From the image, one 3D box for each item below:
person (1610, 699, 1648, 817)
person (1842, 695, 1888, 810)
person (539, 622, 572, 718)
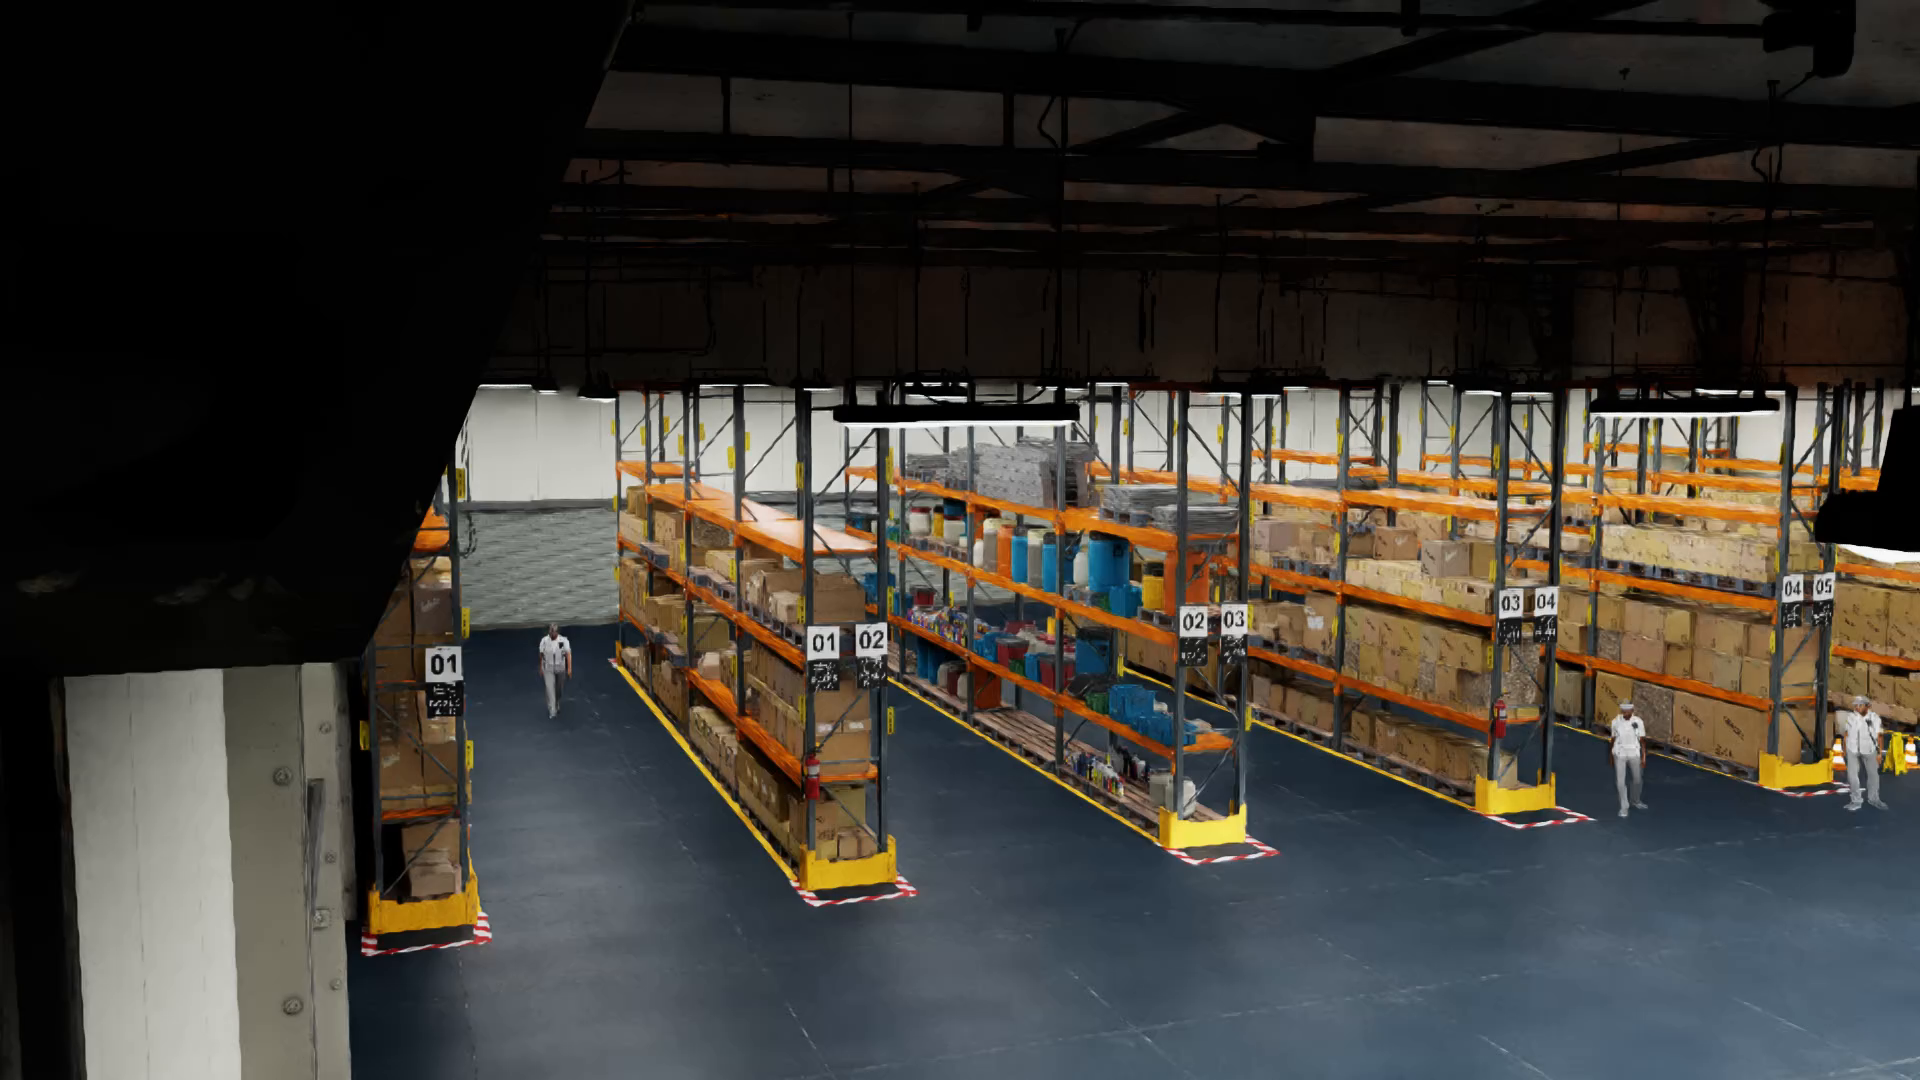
[{"bbox_3d":[9.454,3.035,23.457,0.544,1.652,0.608,2,6,18],"label":"person"},{"bbox_3d":[12.910,3.016,23.705,0.597,1.654,0.551,6,8,42],"label":"person"},{"bbox_3d":[-7.290,2.304,30.005,0.554,1.712,1.022,-2,6,-20],"label":"person"}]
